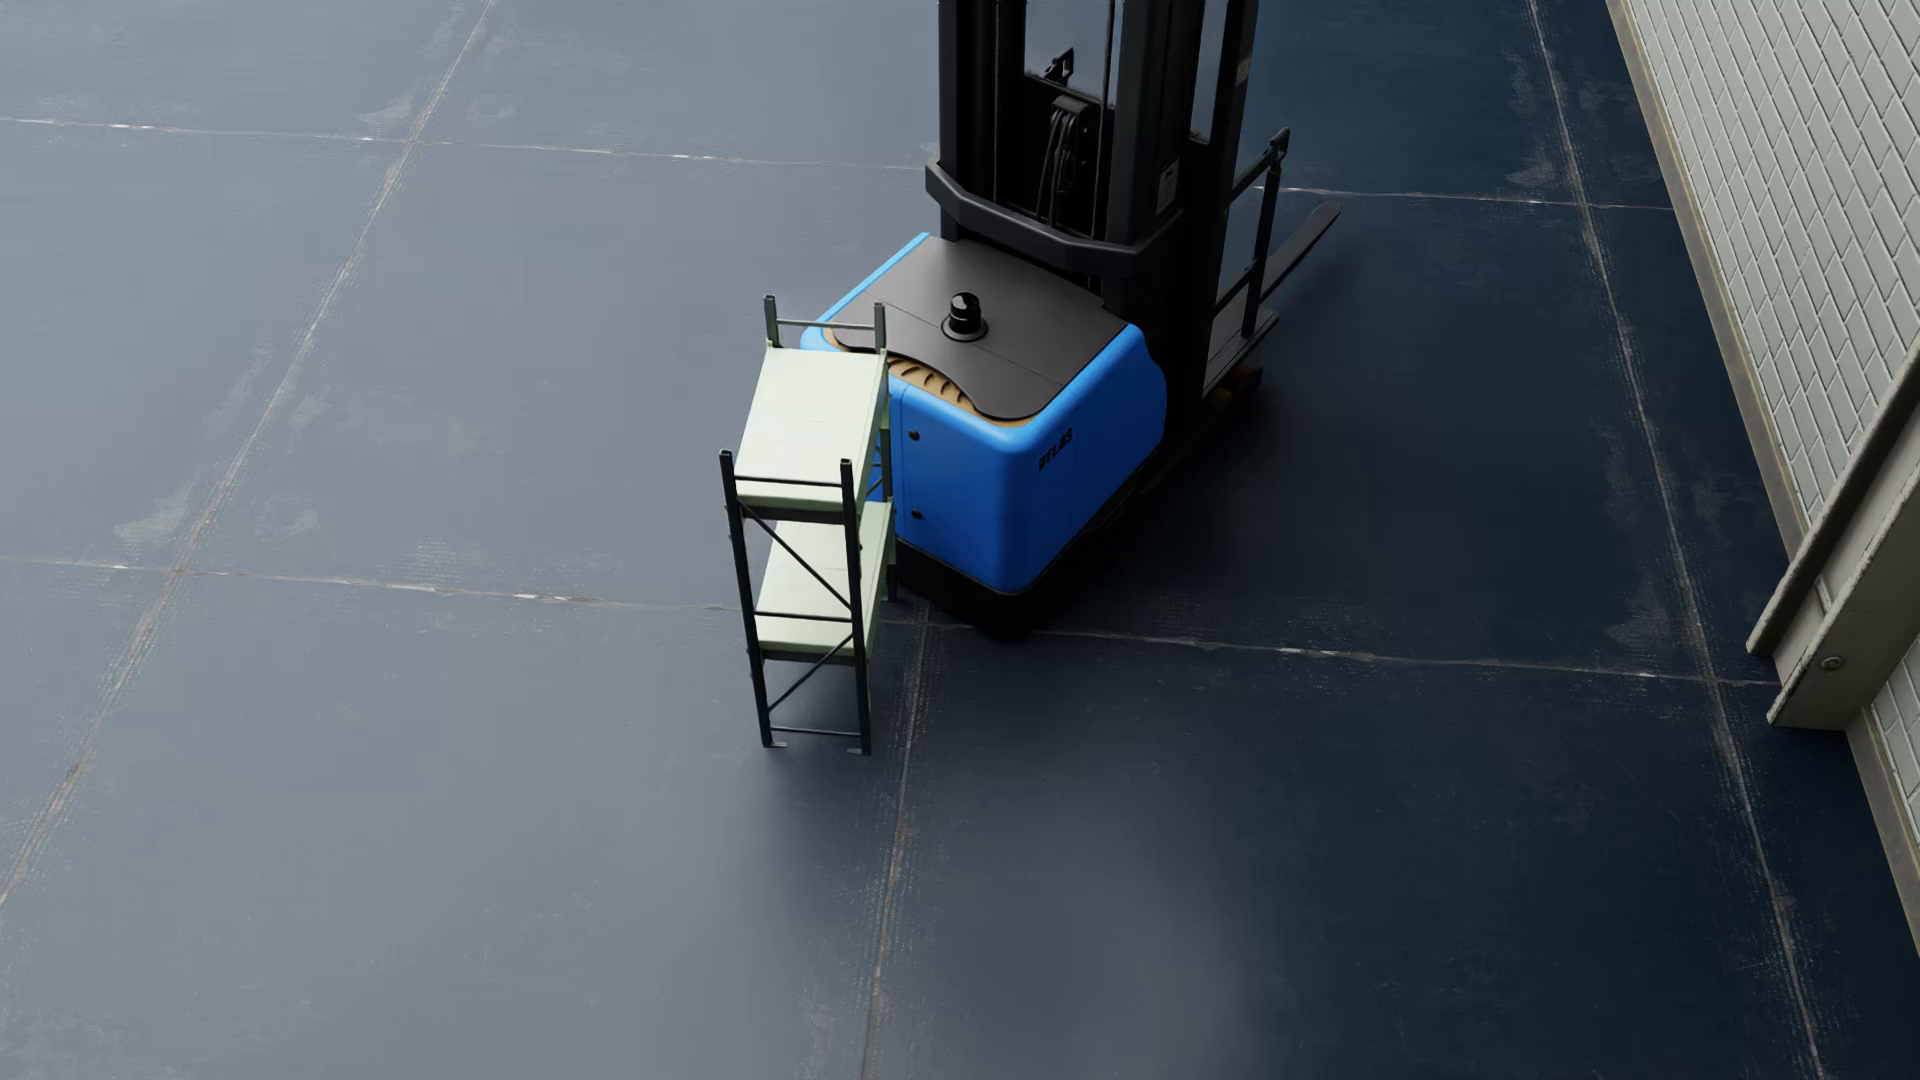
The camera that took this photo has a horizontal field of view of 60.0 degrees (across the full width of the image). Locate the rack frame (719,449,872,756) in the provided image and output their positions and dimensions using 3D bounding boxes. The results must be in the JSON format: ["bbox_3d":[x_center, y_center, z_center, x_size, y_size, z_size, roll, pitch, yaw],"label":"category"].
[{"bbox_3d":[-0.522,0.257,5.524,0.400,1.500,0.023,4,48,4],"label":"rack frame"}]

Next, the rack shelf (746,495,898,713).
[{"bbox_3d":[-0.485,0.208,6.011,0.431,0.370,0.720,4,48,4],"label":"rack shelf"}]

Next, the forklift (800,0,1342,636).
[{"bbox_3d":[0.670,-1.676,6.323,1.130,2.935,3.031,28,53,23],"label":"forklift"}]

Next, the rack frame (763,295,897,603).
[{"bbox_3d":[-0.447,-0.280,6.016,0.400,1.500,0.023,4,48,4],"label":"rack frame"}]

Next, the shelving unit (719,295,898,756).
[{"bbox_3d":[-0.485,-0.012,5.770,0.431,1.500,0.755,4,48,4],"label":"shelving unit"}]

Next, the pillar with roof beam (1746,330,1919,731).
[{"bbox_3d":[-1.121,-2.777,3.217,9.100,9.000,0.400,4,48,4],"label":"pillar with roof beam"}]

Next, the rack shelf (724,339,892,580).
[{"bbox_3d":[-0.485,-0.275,5.482,0.431,0.370,0.720,4,48,4],"label":"rack shelf"}]
